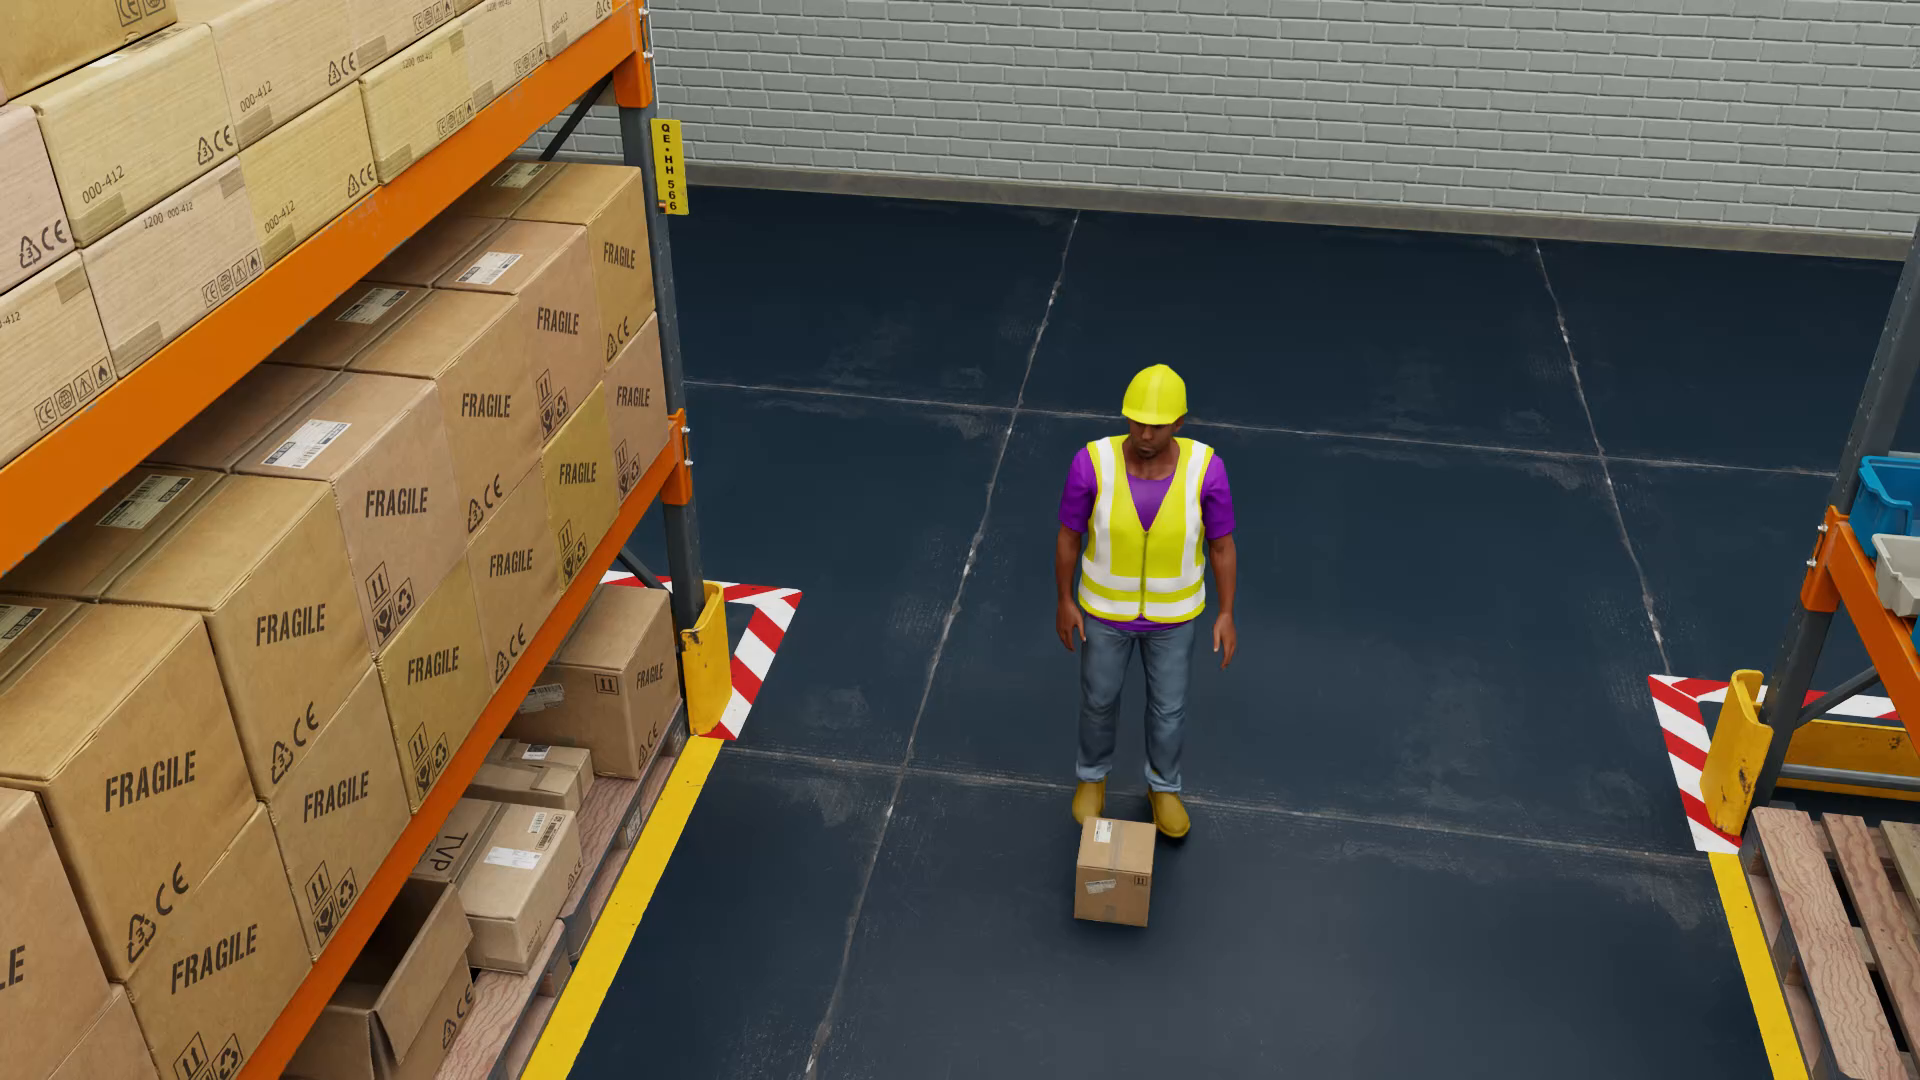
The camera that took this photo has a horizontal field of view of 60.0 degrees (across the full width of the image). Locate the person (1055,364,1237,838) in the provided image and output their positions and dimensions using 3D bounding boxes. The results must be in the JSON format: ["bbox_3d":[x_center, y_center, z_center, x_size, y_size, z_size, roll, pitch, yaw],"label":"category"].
[{"bbox_3d":[0.635,0.251,5.721,0.631,1.804,0.403,2,32,4],"label":"person"}]
